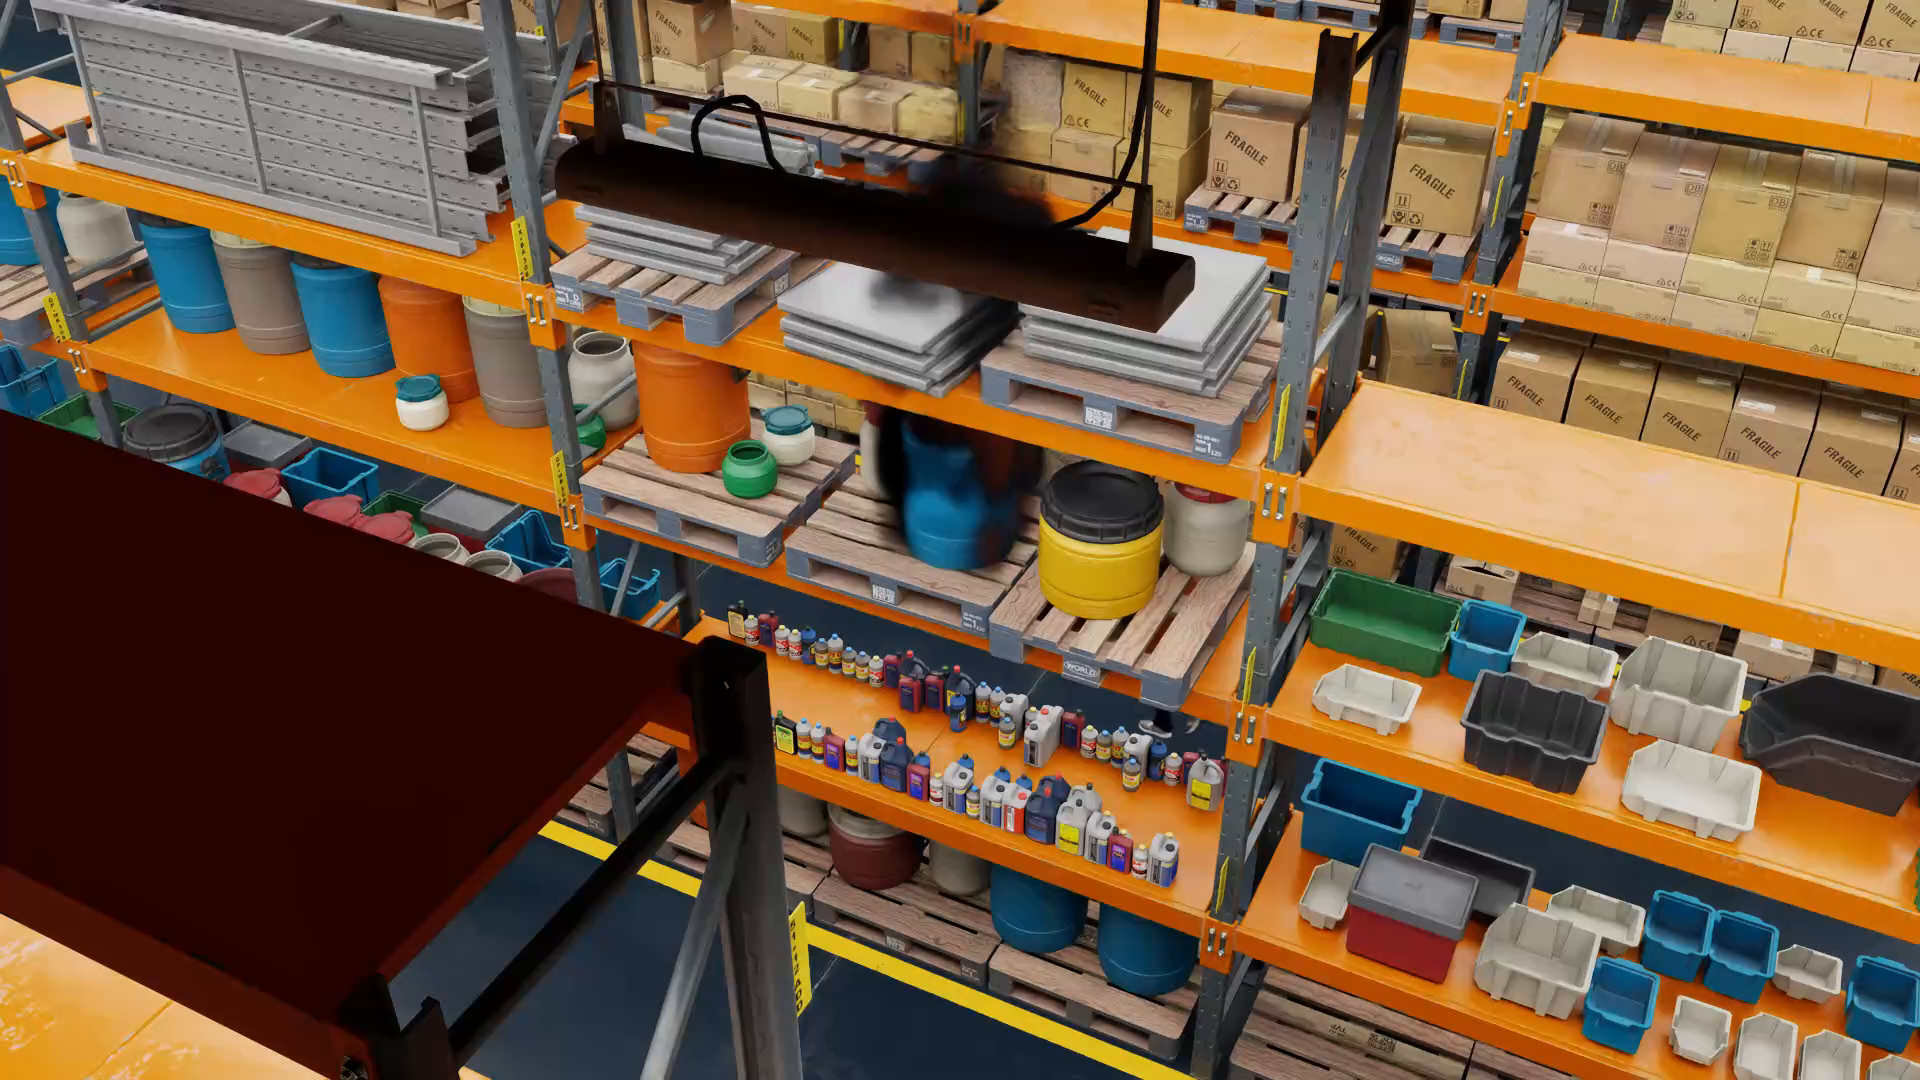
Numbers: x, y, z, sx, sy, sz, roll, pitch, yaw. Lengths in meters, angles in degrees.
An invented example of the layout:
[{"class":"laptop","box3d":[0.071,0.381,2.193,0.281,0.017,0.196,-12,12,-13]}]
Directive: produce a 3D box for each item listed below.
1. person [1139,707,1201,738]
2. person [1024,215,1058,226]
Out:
[{"class":"person","box3d":[1.460,0.737,11.166,0.546,1.560,0.578,16,38,22]},{"class":"person","box3d":[0.820,-3.022,16.650,0.908,1.835,0.640,10,36,14]}]
